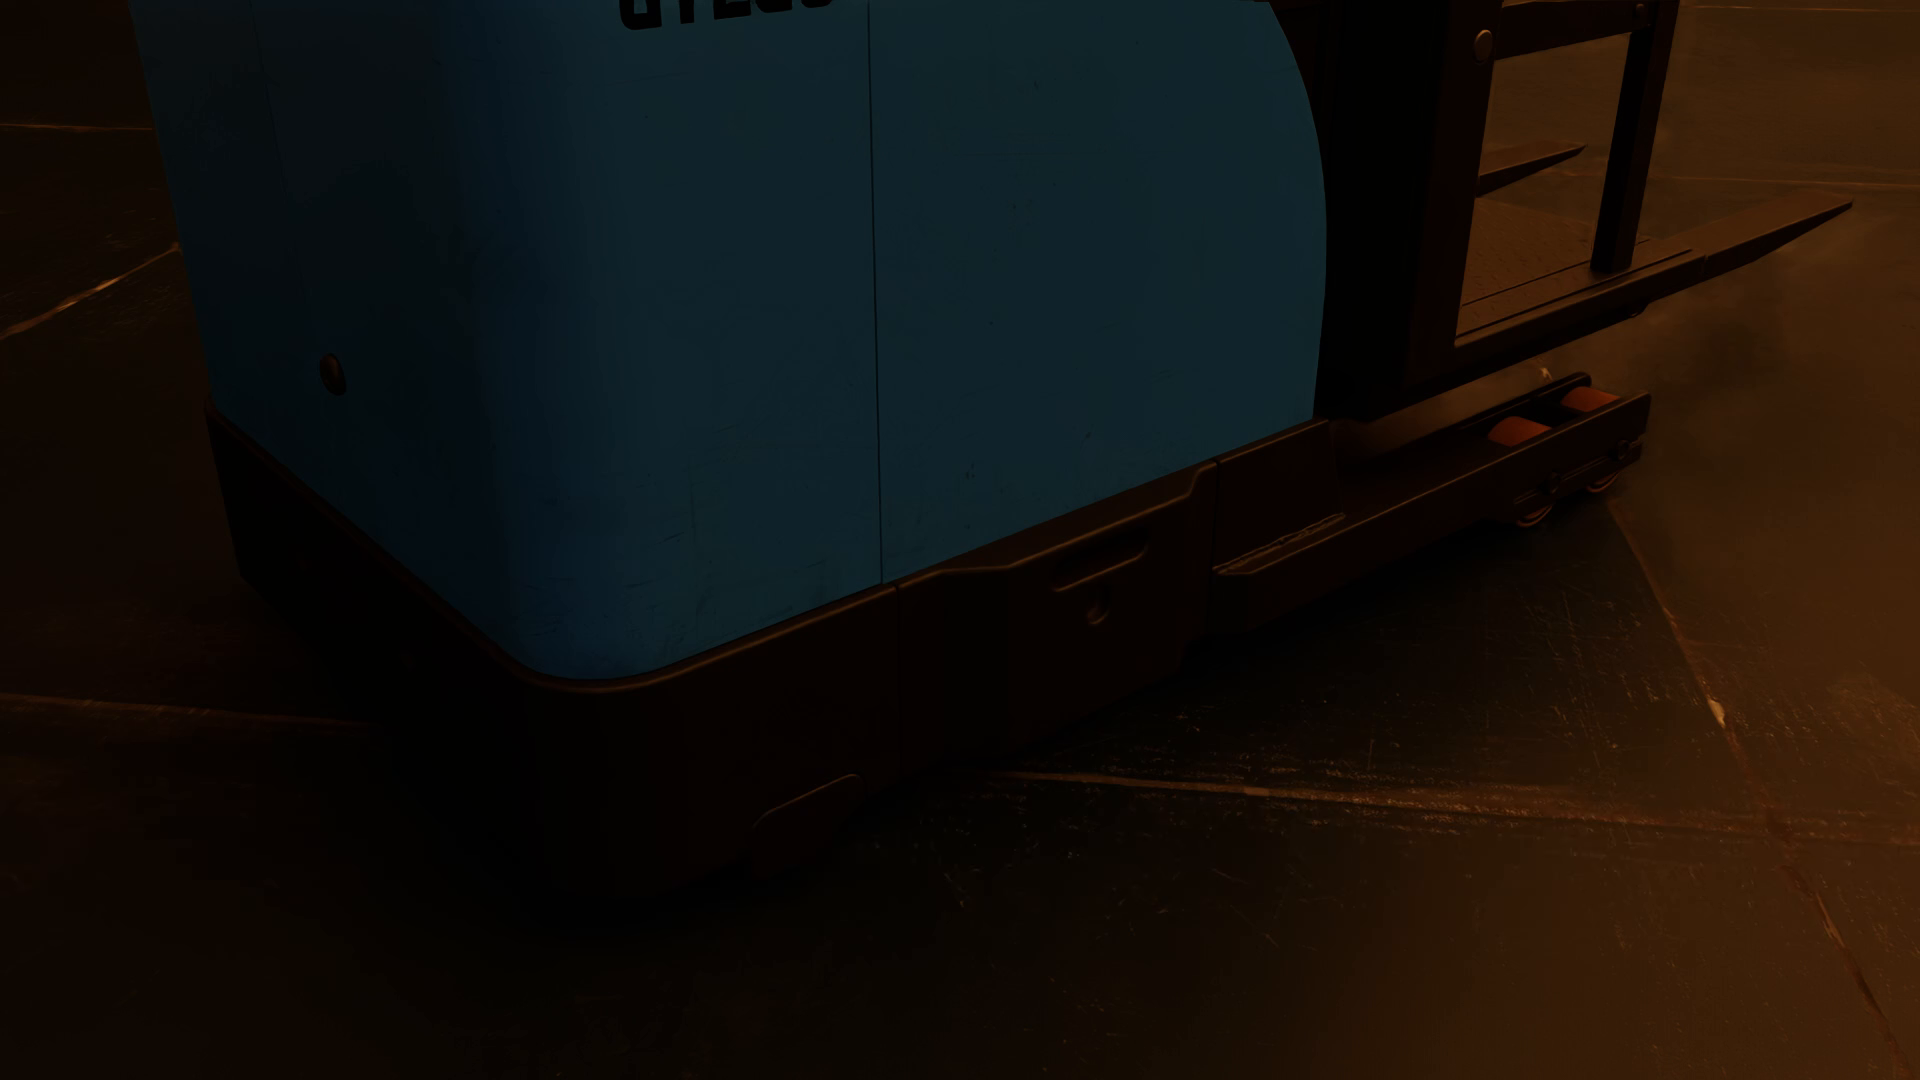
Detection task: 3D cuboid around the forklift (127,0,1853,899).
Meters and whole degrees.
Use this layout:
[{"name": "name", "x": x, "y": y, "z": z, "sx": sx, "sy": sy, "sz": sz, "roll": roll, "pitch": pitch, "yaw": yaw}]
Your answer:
[{"name": "forklift", "x": 0.462, "y": -1.491, "z": 2.205, "sx": 3.031, "sy": 2.935, "sz": 1.130, "roll": -21, "pitch": 33, "yaw": -35}]
